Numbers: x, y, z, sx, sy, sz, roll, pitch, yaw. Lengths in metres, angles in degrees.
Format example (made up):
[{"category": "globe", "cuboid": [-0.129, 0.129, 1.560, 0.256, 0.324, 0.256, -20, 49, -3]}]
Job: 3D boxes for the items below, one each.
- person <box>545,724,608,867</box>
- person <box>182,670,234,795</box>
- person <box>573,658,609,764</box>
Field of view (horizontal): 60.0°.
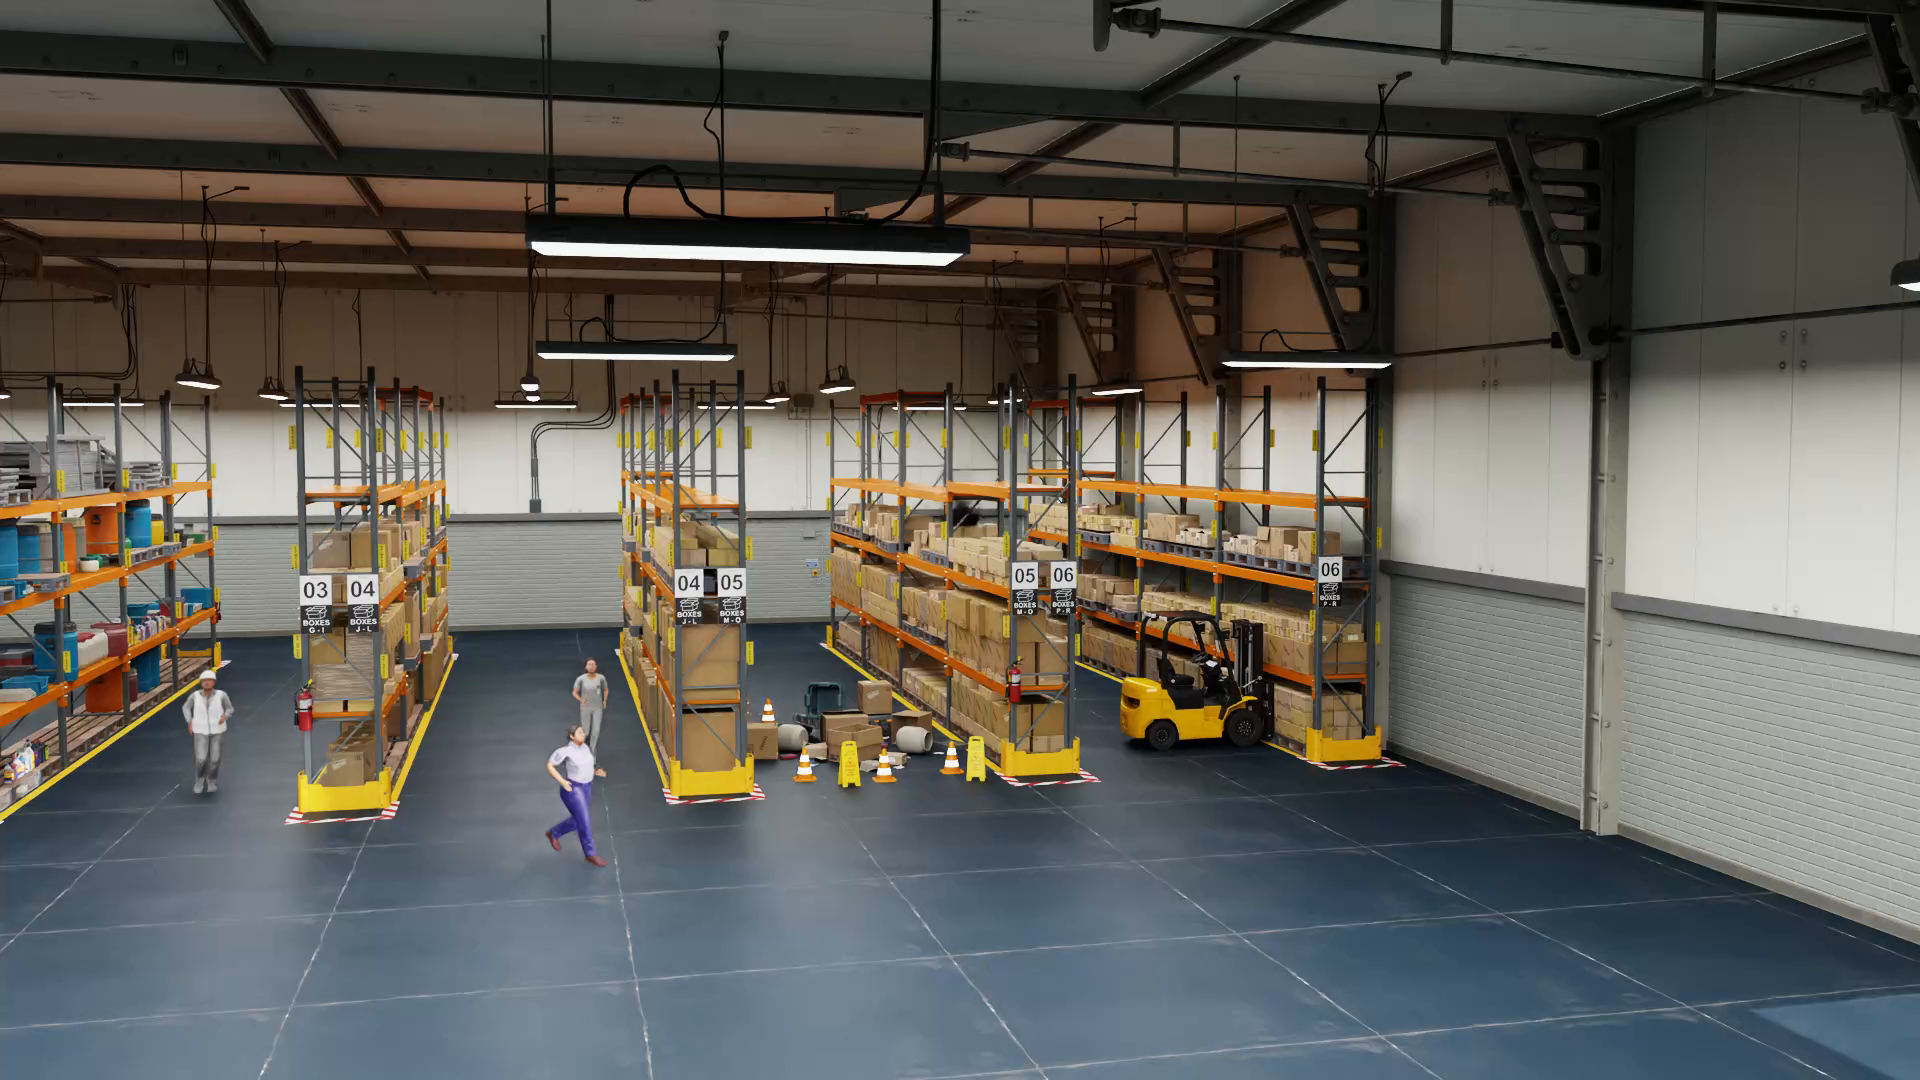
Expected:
[{"category": "person", "cuboid": [-4.571, 3.018, 19.735, 0.919, 1.638, 0.607, 1, 4, 20]}, {"category": "person", "cuboid": [-10.606, 2.719, 23.504, 0.661, 1.759, 0.677, -2, 4, -28]}, {"category": "person", "cuboid": [-5.744, 2.639, 25.914, 0.563, 1.628, 0.639, -1, 4, -20]}]
